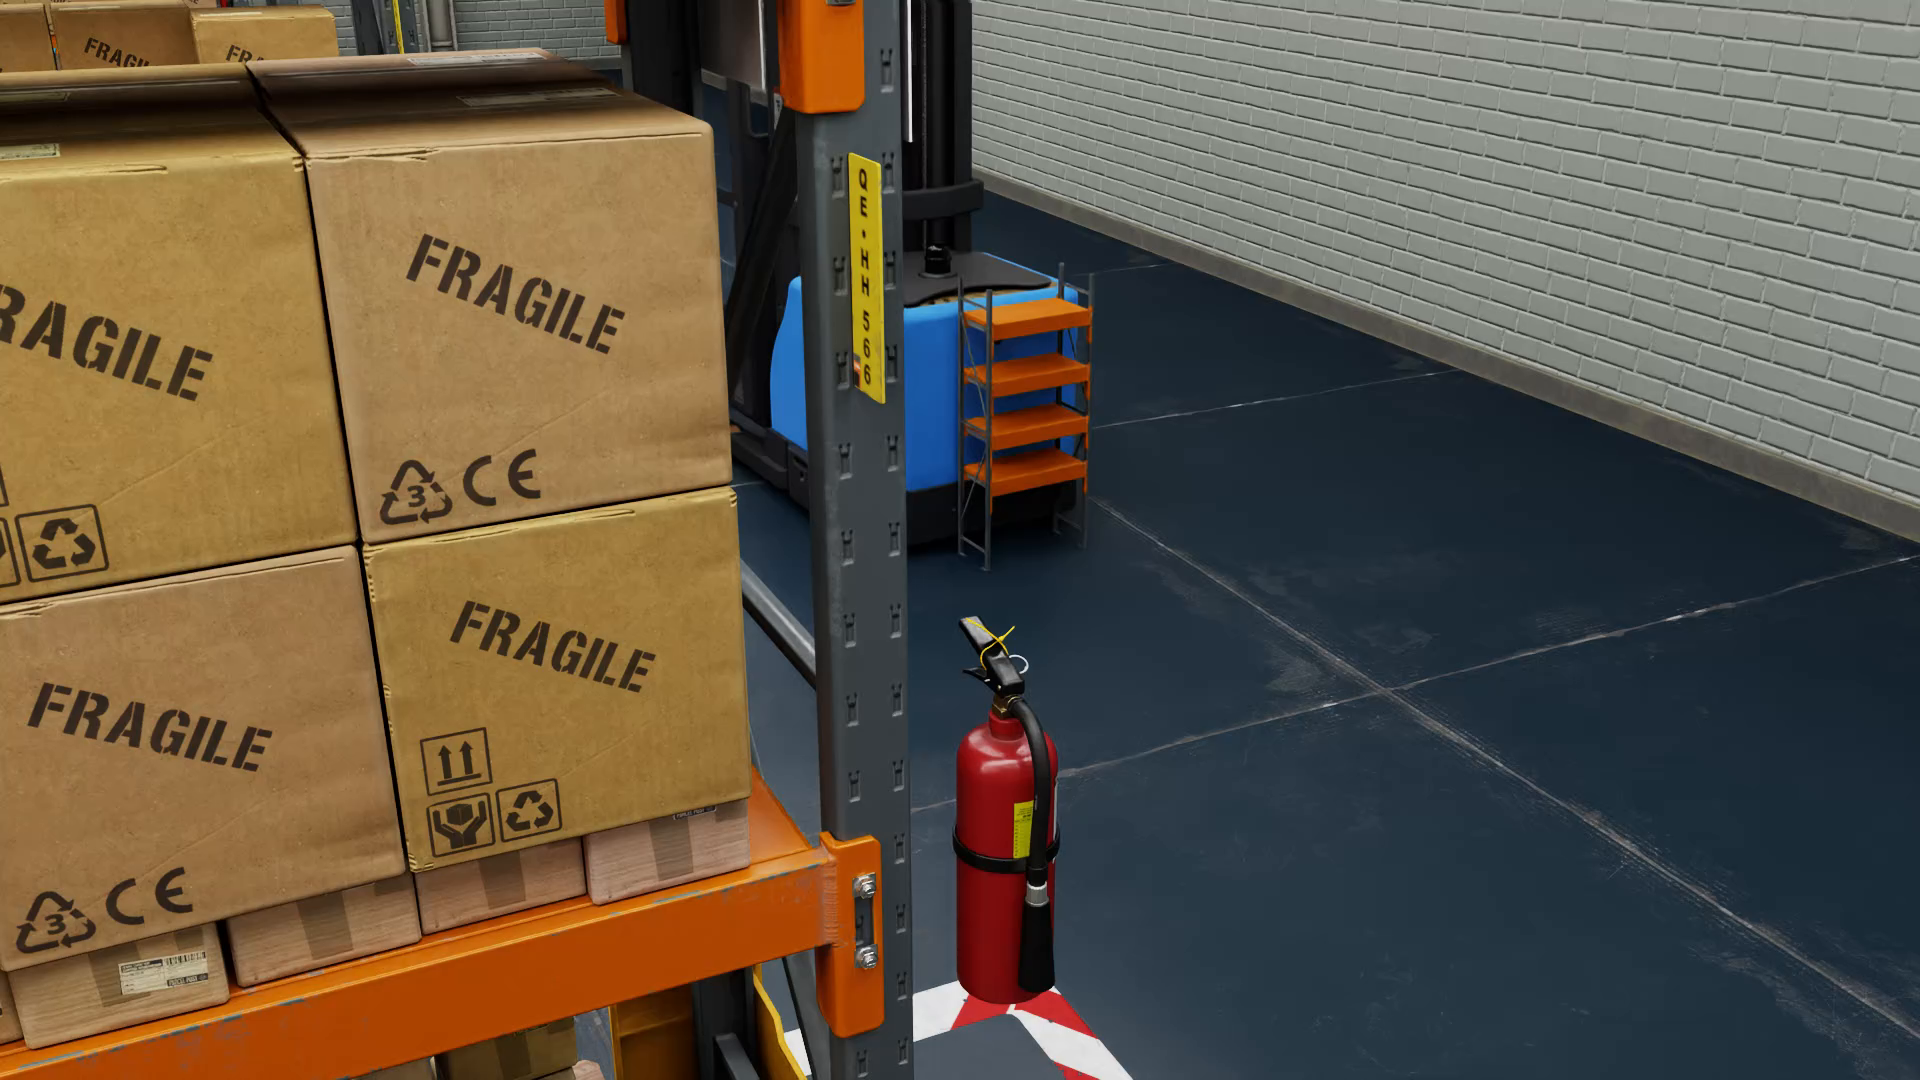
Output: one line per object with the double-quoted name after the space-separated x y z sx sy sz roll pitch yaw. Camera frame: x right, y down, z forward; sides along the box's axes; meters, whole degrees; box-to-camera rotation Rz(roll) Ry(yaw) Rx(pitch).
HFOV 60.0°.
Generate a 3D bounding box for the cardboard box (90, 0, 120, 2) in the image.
-7.453 -4.797 14.787 0.500 0.500 0.500 -10 25 -23 "cardboard box"

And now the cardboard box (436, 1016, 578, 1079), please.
-0.968 0.952 3.428 0.250 0.149 0.380 -12 25 -26 "cardboard box"

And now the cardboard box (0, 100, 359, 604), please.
-1.110 -0.266 2.143 0.500 0.500 0.500 -11 25 -25 "cardboard box"

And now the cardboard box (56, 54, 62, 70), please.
-10.345 -5.435 19.177 0.500 0.500 0.700 -11 25 -25 "cardboard box"

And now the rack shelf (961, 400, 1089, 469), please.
0.269 -0.443 6.929 0.480 0.148 0.258 -13 26 -28 "rack shelf"

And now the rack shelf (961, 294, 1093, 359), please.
0.269 -0.869 6.752 0.480 0.148 0.258 -13 26 -28 "rack shelf"

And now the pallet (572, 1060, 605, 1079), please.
-1.164 1.558 3.211 1.213 0.211 1.003 -10 25 -24 "pallet"

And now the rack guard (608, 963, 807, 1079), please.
-0.417 1.302 3.452 0.348 0.500 1.175 -10 25 -24 "rack guard"

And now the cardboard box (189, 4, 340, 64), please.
-2.734 -1.835 6.588 0.500 0.500 0.500 -10 25 -23 "cardboard box"

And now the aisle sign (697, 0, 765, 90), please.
-0.413 -1.182 2.786 0.004 0.787 0.394 -10 25 -24 "aisle sign"

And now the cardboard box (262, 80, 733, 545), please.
-0.653 -0.350 2.346 0.500 0.500 0.500 -11 25 -25 "cardboard box"

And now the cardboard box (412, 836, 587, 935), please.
-0.760 0.430 2.618 0.250 0.149 0.380 -10 25 -24 "cardboard box"

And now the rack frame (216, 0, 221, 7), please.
-8.853 -6.713 19.545 0.127 3.000 1.000 -10 25 -24 "rack frame"

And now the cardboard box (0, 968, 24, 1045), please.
-1.450 0.561 2.302 0.250 0.149 0.380 -12 25 -26 "cardboard box"

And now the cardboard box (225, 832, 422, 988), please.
-0.980 0.477 2.505 0.250 0.149 0.380 -11 25 -24 "cardboard box"

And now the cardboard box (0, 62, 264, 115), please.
-1.320 -0.443 2.570 0.500 0.500 0.500 -10 24 -22 "cardboard box"

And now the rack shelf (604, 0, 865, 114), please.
-2.151 -0.588 1.766 4.000 0.370 1.077 -10 25 -24 "rack shelf"

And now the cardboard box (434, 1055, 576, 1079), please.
-0.932 1.118 3.416 0.250 0.149 0.380 -9 24 -21 "cardboard box"

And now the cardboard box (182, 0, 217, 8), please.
-6.987 -4.885 14.998 0.500 0.500 0.500 -10 24 -22 "cardboard box"

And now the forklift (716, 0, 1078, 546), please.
-0.659 -1.833 7.846 1.130 2.935 3.031 -13 26 -28 "forklift"

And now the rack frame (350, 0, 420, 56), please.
-2.409 -1.592 7.174 0.127 3.000 1.000 -10 25 -24 "rack frame"

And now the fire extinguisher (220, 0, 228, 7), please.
-8.517 -6.371 19.308 0.183 0.674 0.296 -10 25 -24 "fire extinguisher"

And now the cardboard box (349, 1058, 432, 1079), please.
-1.164 1.040 3.217 0.250 0.149 0.380 -10 24 -23 "cardboard box"

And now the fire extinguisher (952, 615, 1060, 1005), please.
0.079 0.460 2.807 0.183 0.674 0.296 -10 25 -24 "fire extinguisher"

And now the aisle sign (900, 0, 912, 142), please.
-0.153 -0.976 2.286 0.004 0.787 0.394 -10 25 -24 "aisle sign"

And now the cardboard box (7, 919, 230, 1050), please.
-1.199 0.527 2.383 0.250 0.149 0.380 -10 24 -22 "cardboard box"

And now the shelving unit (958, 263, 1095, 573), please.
0.269 -0.506 6.903 0.503 1.200 0.258 -13 26 -28 "shelving unit"

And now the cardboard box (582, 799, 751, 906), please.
-0.520 0.402 2.686 0.250 0.149 0.380 -10 25 -24 "cardboard box"

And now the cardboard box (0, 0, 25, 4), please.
-8.359 -4.633 14.390 0.500 0.500 0.500 -11 25 -24 "cardboard box"

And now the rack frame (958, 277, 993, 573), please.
0.059 -0.458 6.787 0.015 1.200 0.240 -13 26 -28 "rack frame"

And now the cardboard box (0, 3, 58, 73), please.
-3.873 -1.849 6.622 0.500 0.500 0.500 -11 25 -25 "cardboard box"

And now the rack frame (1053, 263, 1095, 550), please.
0.478 -0.554 7.019 0.015 1.200 0.240 -13 26 -28 "rack frame"

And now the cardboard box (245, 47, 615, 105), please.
-0.868 -0.528 2.778 0.500 0.500 0.500 -11 25 -24 "cardboard box"

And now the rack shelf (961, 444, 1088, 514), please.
0.269 -0.260 7.004 0.480 0.148 0.258 -13 26 -28 "rack shelf"

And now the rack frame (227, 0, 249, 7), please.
-6.702 -5.006 15.423 0.127 3.000 1.000 -10 25 -24 "rack frame"

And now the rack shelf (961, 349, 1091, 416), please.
0.269 -0.650 6.843 0.480 0.148 0.258 -13 26 -28 "rack shelf"

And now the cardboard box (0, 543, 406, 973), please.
-1.108 0.197 2.331 0.500 0.500 0.500 -11 25 -24 "cardboard box"

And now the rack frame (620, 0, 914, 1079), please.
-0.350 0.133 3.007 0.053 2.616 0.949 -10 25 -24 "rack frame"

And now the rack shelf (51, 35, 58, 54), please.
-8.504 -4.342 14.759 4.000 0.370 1.077 -10 25 -24 "rack shelf"

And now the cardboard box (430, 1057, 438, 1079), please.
-0.960 1.234 3.525 0.250 0.149 0.380 -10 24 -23 "cardboard box"

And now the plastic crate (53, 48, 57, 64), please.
-6.108 -3.103 10.965 0.300 0.233 0.416 -10 25 -24 "plastic crate"

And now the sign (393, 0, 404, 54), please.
-2.186 -2.047 6.450 0.005 0.325 0.100 -10 25 -24 "sign"

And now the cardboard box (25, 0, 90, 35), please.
-7.905 -4.716 14.591 0.500 0.500 0.500 -10 25 -23 "cardboard box"

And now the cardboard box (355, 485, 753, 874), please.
-0.642 0.114 2.534 0.500 0.500 0.500 -10 24 -23 "cardboard box"

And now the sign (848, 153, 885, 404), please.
-0.126 -0.352 2.252 0.005 0.325 0.100 -10 25 -24 "sign"

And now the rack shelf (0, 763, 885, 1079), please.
-2.151 0.798 2.340 4.000 0.370 1.077 -10 25 -24 "rack shelf"

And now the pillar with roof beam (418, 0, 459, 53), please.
-4.929 -8.747 16.616 0.400 9.000 9.100 -10 25 -24 "pillar with roof beam"

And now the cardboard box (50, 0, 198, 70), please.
-3.409 -1.937 6.834 0.500 0.500 0.500 -11 25 -25 "cardboard box"

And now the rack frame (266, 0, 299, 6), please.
-4.557 -3.299 11.297 0.127 3.000 1.000 -10 25 -24 "rack frame"
